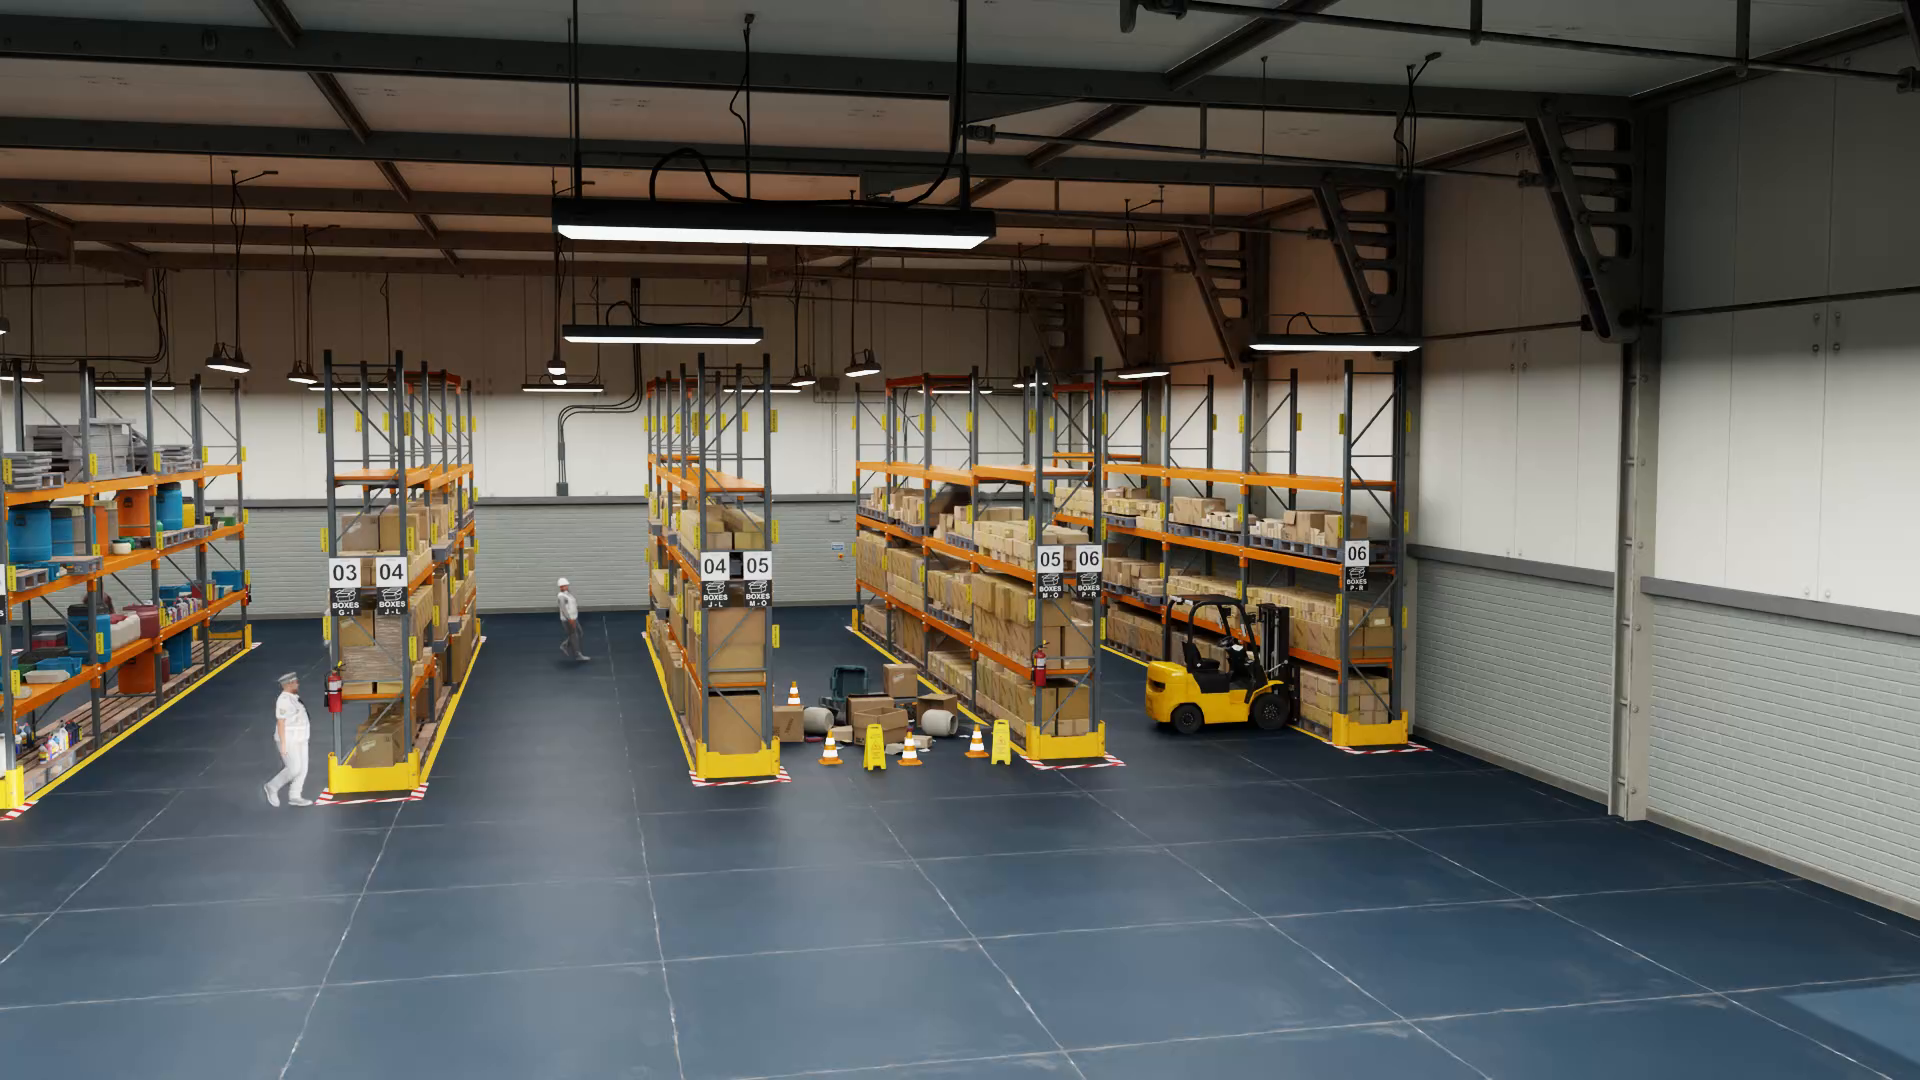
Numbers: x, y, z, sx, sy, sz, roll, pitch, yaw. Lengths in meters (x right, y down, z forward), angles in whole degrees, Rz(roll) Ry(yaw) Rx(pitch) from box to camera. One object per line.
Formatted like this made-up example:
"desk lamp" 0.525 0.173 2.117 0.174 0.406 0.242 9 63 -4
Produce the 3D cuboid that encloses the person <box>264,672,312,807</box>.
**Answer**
"person" -8.753 2.601 21.718 0.513 1.750 0.589 1 4 13

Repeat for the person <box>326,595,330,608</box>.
"person" -13.644 1.653 36.576 0.541 1.644 0.546 -1 4 -19

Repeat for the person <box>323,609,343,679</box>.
"person" -11.891 1.888 31.930 0.656 1.732 1.032 -1 4 -17

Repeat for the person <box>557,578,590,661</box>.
"person" -8.158 1.675 35.105 0.647 1.756 0.588 0 4 -4

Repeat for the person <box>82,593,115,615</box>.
"person" -17.789 1.726 34.287 0.686 1.748 1.007 -2 4 -22
